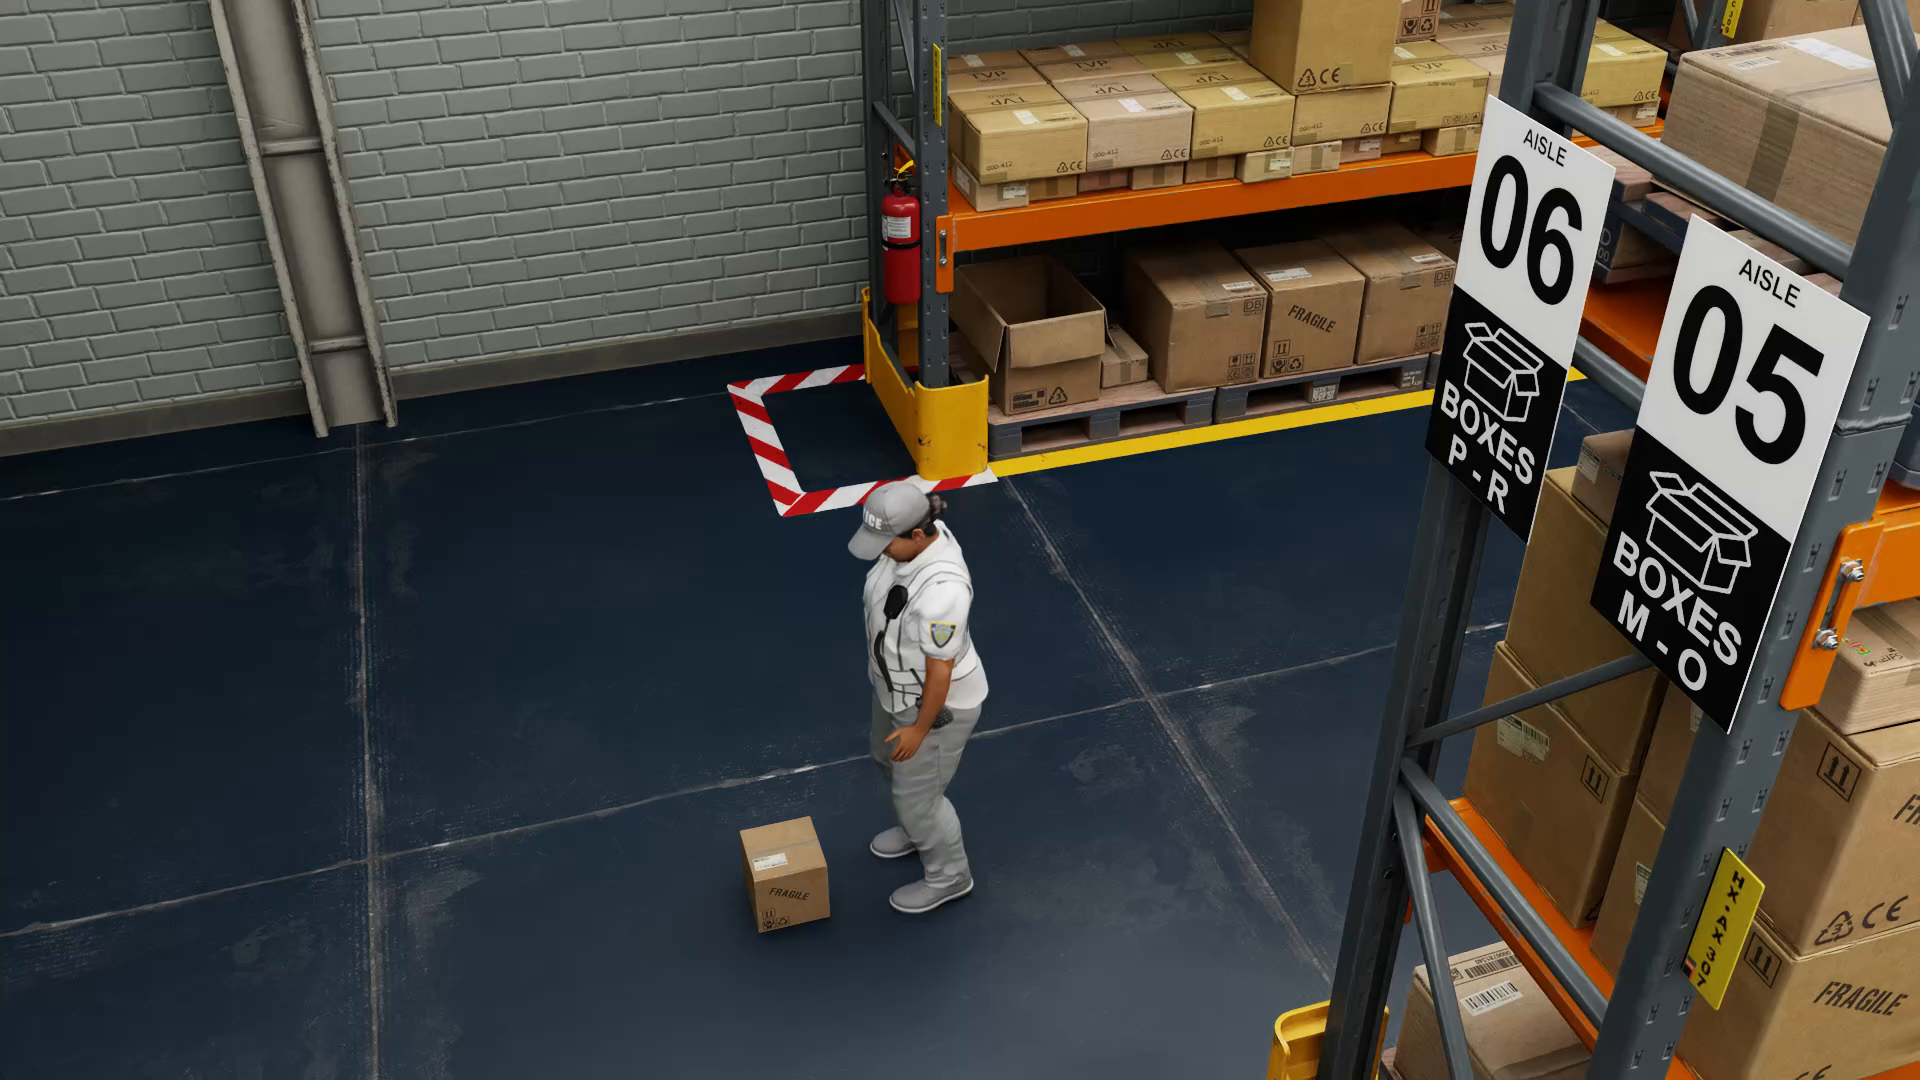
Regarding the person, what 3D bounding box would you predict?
[{"bbox_3d":[-0.133,0.509,5.419,0.429,1.643,0.483,-9,35,-14],"label":"person"}]
